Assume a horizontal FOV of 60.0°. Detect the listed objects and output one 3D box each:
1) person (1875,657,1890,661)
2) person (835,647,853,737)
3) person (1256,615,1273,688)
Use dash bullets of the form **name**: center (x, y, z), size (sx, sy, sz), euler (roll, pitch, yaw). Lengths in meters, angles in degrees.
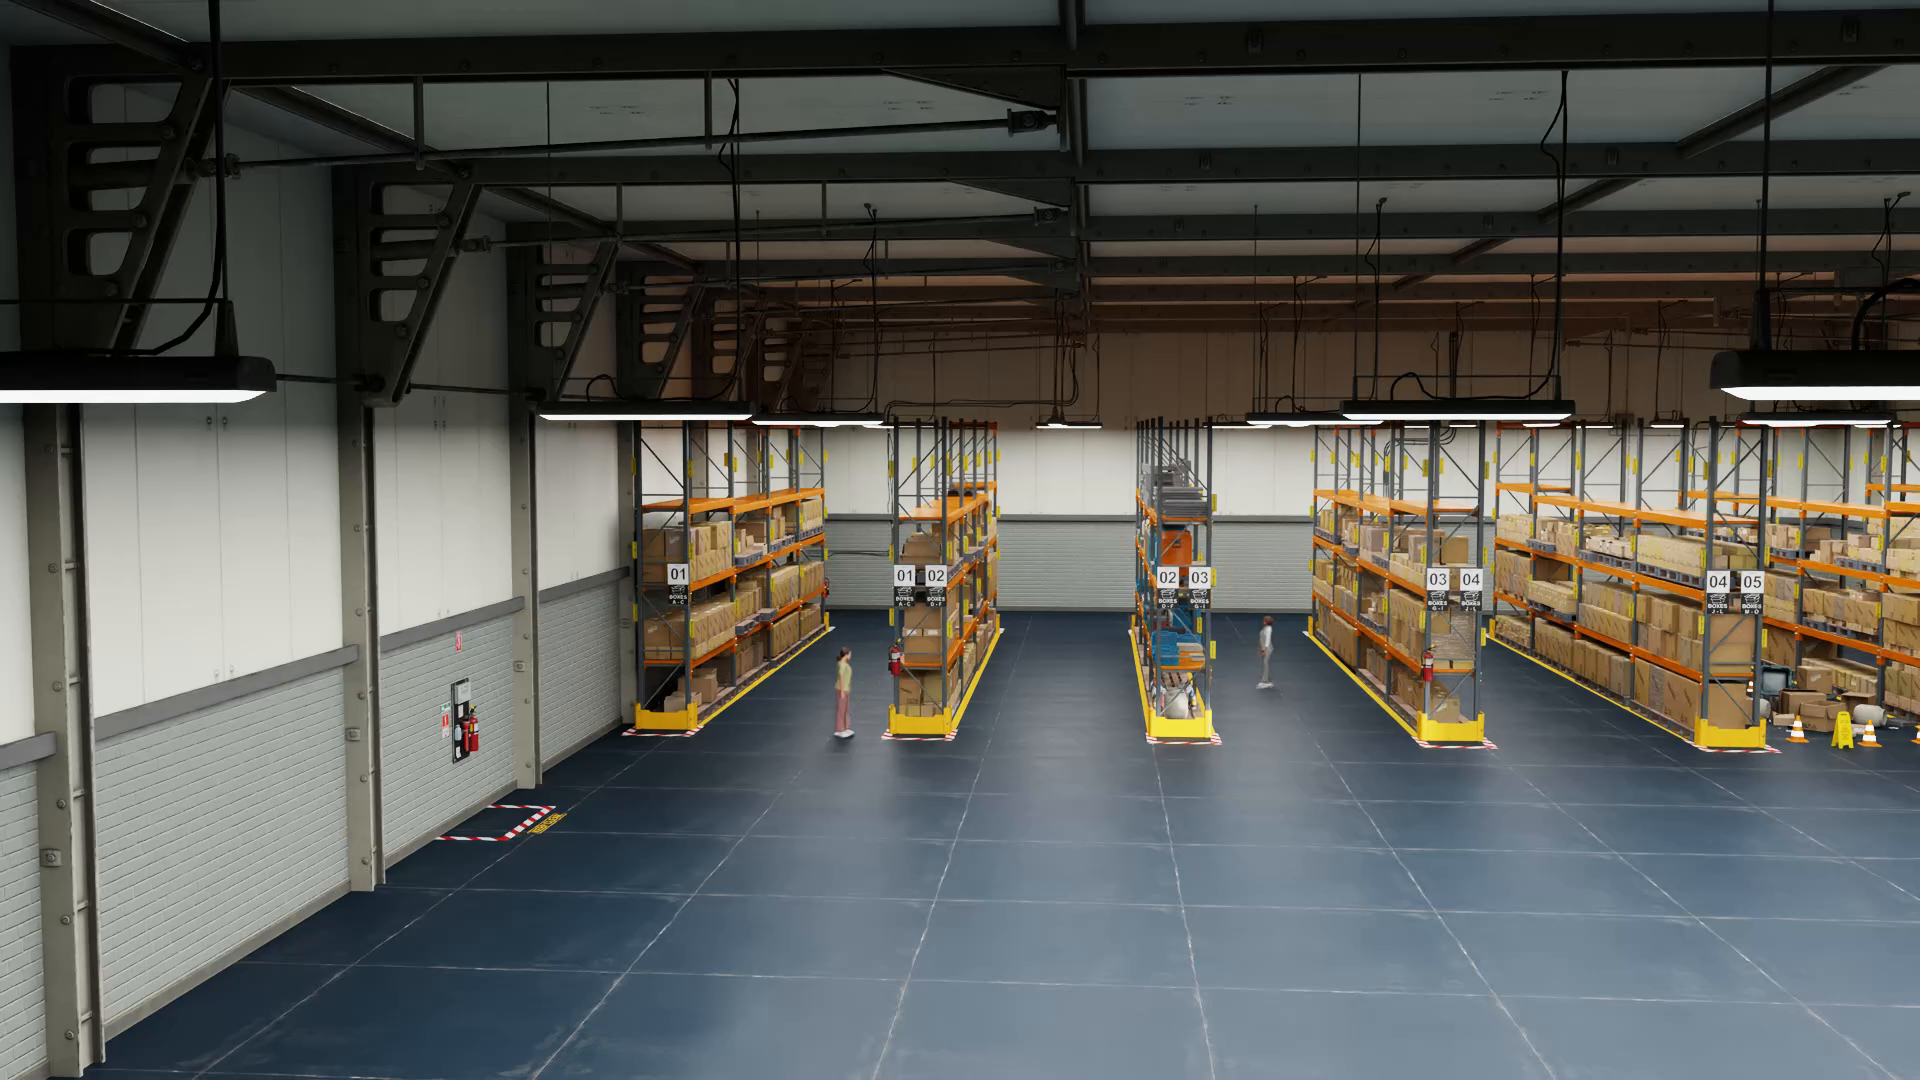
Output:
- **person**: center (22.909, 2.137, 41.289), size (0.630, 1.821, 0.551), euler (-1, 4, -17)
- **person**: center (-2.187, 2.840, 31.275), size (0.352, 1.687, 0.474), euler (0, 4, -5)
- **person**: center (6.821, 2.494, 37.273), size (0.495, 1.615, 0.436), euler (-1, 4, -15)
